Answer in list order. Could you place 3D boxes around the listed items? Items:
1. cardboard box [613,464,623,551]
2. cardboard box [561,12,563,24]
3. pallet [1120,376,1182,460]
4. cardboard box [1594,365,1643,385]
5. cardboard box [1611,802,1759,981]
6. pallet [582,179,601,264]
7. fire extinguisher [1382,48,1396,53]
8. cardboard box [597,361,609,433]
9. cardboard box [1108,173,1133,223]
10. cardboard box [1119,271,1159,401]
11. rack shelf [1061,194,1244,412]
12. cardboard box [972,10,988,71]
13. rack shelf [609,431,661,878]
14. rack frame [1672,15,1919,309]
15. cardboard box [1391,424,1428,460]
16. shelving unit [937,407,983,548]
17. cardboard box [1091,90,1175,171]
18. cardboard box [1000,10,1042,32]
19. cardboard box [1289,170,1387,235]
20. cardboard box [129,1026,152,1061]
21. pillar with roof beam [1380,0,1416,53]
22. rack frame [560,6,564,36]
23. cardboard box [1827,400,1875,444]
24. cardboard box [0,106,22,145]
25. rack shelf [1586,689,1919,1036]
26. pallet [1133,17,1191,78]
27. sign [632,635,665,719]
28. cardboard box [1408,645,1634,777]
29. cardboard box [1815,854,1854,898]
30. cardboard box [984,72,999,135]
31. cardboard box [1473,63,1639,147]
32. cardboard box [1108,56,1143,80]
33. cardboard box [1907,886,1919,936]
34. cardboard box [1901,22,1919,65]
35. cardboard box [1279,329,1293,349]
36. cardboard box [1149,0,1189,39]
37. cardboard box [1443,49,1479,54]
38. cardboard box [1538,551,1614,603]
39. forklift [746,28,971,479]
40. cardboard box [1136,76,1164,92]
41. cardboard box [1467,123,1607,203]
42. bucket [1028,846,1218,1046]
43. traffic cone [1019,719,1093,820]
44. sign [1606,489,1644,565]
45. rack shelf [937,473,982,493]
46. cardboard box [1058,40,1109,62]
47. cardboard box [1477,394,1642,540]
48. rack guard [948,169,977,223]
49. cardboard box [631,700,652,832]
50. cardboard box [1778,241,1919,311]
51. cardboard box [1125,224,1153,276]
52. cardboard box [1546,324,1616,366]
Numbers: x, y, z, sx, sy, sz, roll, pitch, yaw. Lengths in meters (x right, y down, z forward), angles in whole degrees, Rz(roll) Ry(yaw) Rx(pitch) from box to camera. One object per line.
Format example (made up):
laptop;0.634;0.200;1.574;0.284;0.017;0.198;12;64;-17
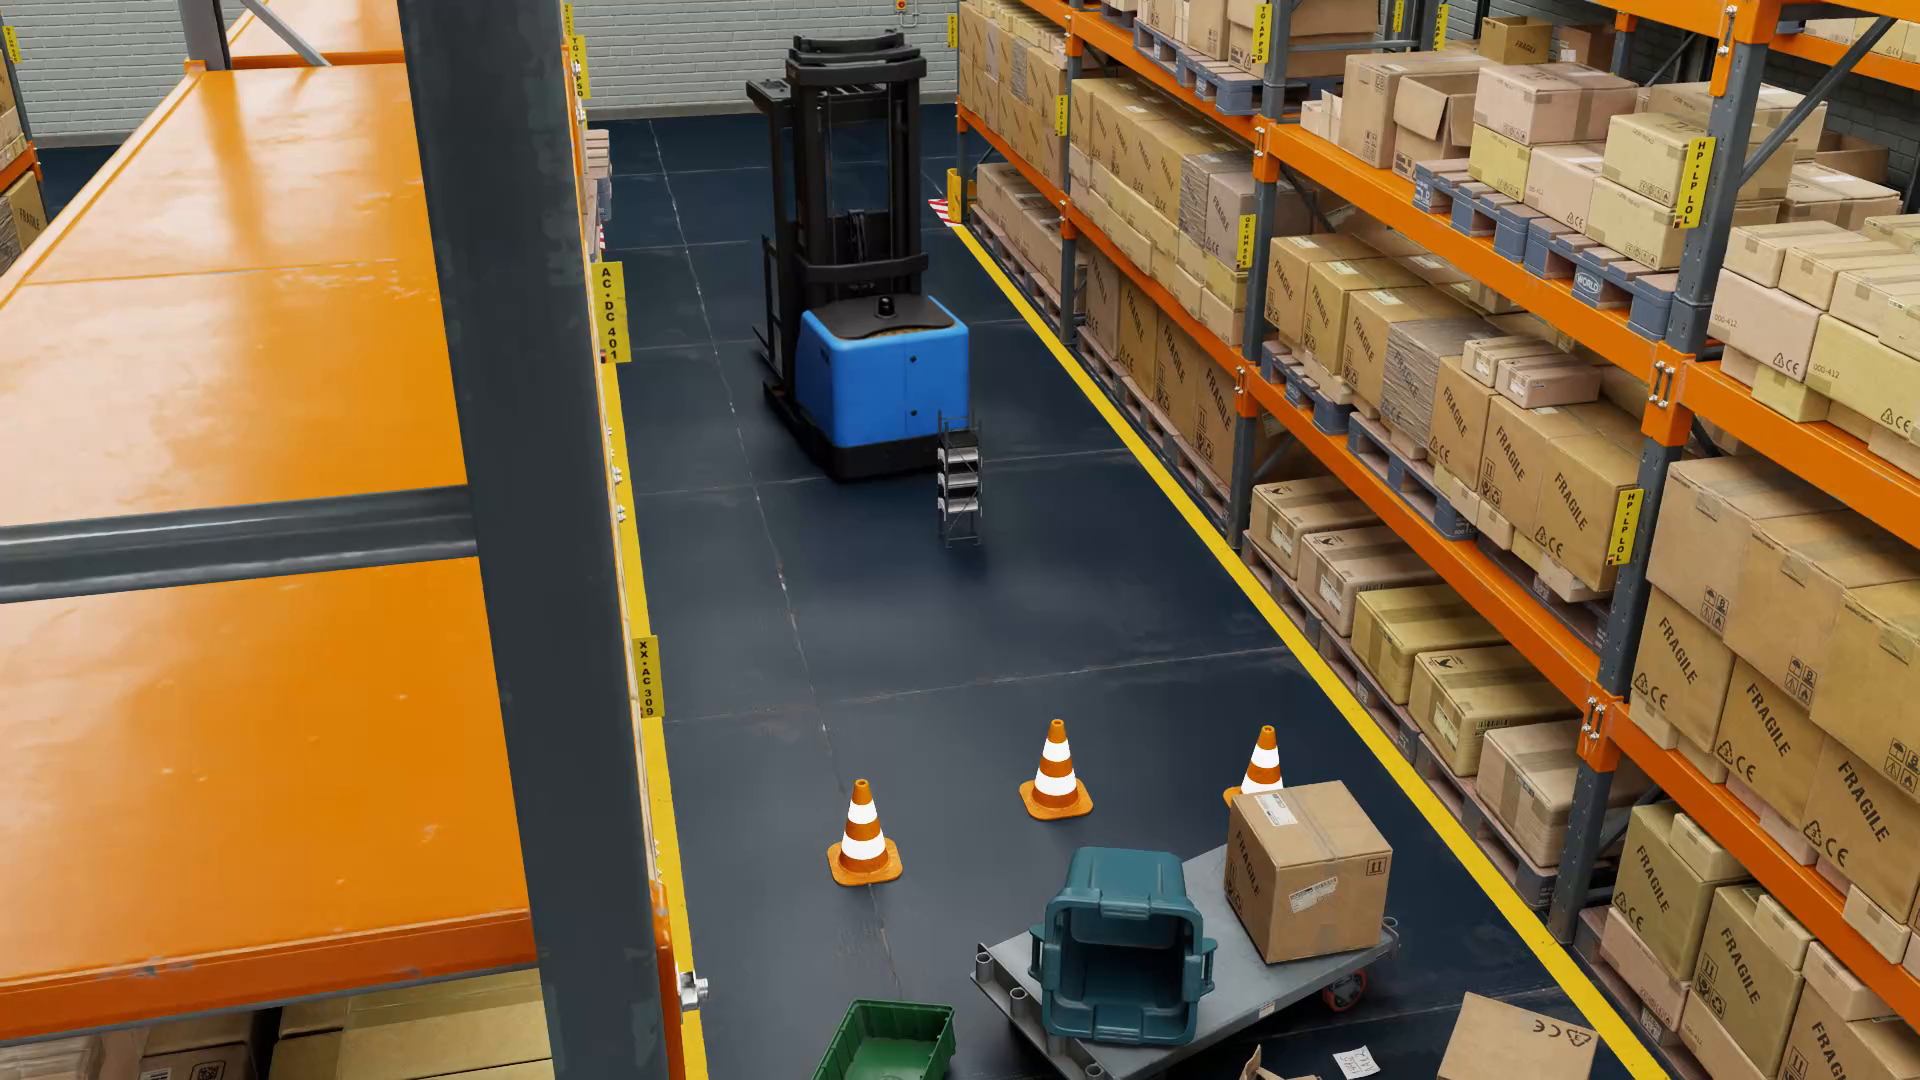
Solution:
cardboard box;-1.824;-0.010;7.676;0.500;0.500;0.500;-6;27;-11
cardboard box;-2.637;-2.898;10.070;0.500;0.500;0.500;-6;27;-12
pallet;1.894;-0.989;12.822;1.003;0.211;1.213;-6;27;-12
cardboard box;3.134;-0.628;8.105;0.500;0.500;0.500;-6;27;-12
cardboard box;3.041;1.402;6.744;0.500;0.500;0.500;-5;27;-9
pallet;-2.078;-1.286;7.196;1.003;0.211;1.213;-5;27;-9
fire extinguisher;4.819;-5.180;18.531;0.296;0.674;0.183;-6;27;-12
cardboard box;-1.006;-0.285;3.820;0.380;0.149;0.250;-6;27;-11
cardboard box;1.426;-2.586;12.503;0.500;0.250;0.500;-6;27;-11
cardboard box;1.797;-1.681;12.990;0.875;0.875;0.875;-5;27;-10
rack shelf;1.819;-1.903;12.336;1.077;0.370;4.000;-6;27;-12
cardboard box;0.421;-4.883;16.222;0.500;0.500;0.500;-7;28;-13
rack shelf;-2.079;0.400;7.773;1.077;0.370;4.000;-6;27;-12
rack frame;3.171;-2.268;5.603;1.000;3.000;0.127;-6;27;-12
cardboard box;2.479;-0.545;8.661;0.380;0.149;0.250;-5;27;-10
shelving unit;-0.002;-0.405;10.901;0.258;0.900;0.210;-6;27;-12
cardboard box;1.329;-3.150;12.788;0.500;0.500;0.500;-6;27;-12
cardboard box;0.586;-4.770;15.277;0.380;0.149;0.250;-7;28;-13
cardboard box;2.397;-2.078;10.665;0.500;0.500;0.500;-7;28;-13
cardboard box;-1.246;0.562;2.141;0.380;0.149;0.250;-5;27;-11
pillar with roof beam;1.378;-8.880;18.703;9.100;9.000;0.400;-6;27;-12
rack frame;-2.530;-3.477;7.999;1.000;3.000;0.127;-6;27;-12
cardboard box;3.171;-0.437;5.583;0.380;0.149;0.250;-6;27;-12
cardboard box;-8.820;-3.732;14.997;0.500;0.250;0.500;-6;27;-12
rack shelf;3.622;1.609;5.378;1.077;0.370;4.000;-6;27;-12
pallet;1.818;-3.369;11.322;1.003;0.211;1.213;-5;27;-9
sign;-1.088;0.478;5.771;0.100;0.325;0.005;-6;27;-12
cardboard box;2.885;0.850;8.533;0.950;0.372;0.625;-4;27;-8
cardboard box;3.239;1.138;5.791;0.380;0.149;0.250;-6;27;-12
cardboard box;0.534;-4.218;16.014;0.500;0.500;0.500;-6;27;-12
cardboard box;2.665;-1.960;7.467;0.500;0.250;0.500;-6;27;-11
cardboard box;1.497;-3.827;14.128;0.500;0.500;0.500;-6;27;-11
cardboard box;3.369;1.114;5.120;0.500;0.500;0.500;-6;27;-11
cardboard box;6.753;-3.324;11.192;0.500;0.250;0.500;-7;28;-13
cardboard box;2.162;-1.260;10.076;0.380;0.149;0.250;-8;28;-15
cardboard box;1.590;-3.661;11.116;0.500;0.500;0.500;-6;27;-11
cardboard box;5.256;-4.982;17.474;0.500;0.250;0.500;-6;27;-11
cardboard box;2.787;0.137;7.309;0.380;0.149;0.250;-6;27;-11
forklift;-0.924;-2.386;12.571;1.130;2.935;3.031;-10;28;-19
cardboard box;1.714;-3.422;13.327;0.500;0.500;0.500;-5;27;-10
cardboard box;2.676;-1.738;7.582;0.500;0.250;0.500;-6;27;-11
bucket;0.648;1.565;6.612;0.726;0.611;0.620;3;17;6
traffic cone;0.488;1.115;8.375;0.336;0.463;0.334;-6;27;-12
sign;2.631;-0.049;6.580;0.100;0.325;0.005;-6;27;-12
rack shelf;-0.002;-0.376;10.916;0.258;0.077;0.200;-6;27;-12
cardboard box;1.035;-4.112;13.974;0.380;0.149;0.250;-5;27;-10
cardboard box;2.731;-0.352;7.558;0.500;0.500;0.500;-6;27;-11
rack guard;0.462;-3.753;17.976;1.175;0.500;0.348;-6;27;-12
cardboard box;-0.662;0.386;2.491;0.380;0.149;0.250;-6;27;-11
cardboard box;3.011;-0.890;5.596;0.380;0.149;0.250;-5;27;-10
cardboard box;1.532;-2.141;12.176;0.500;0.250;0.500;-6;27;-12
cardboard box;3.065;-0.953;8.029;0.380;0.149;0.250;-4;27;-9
